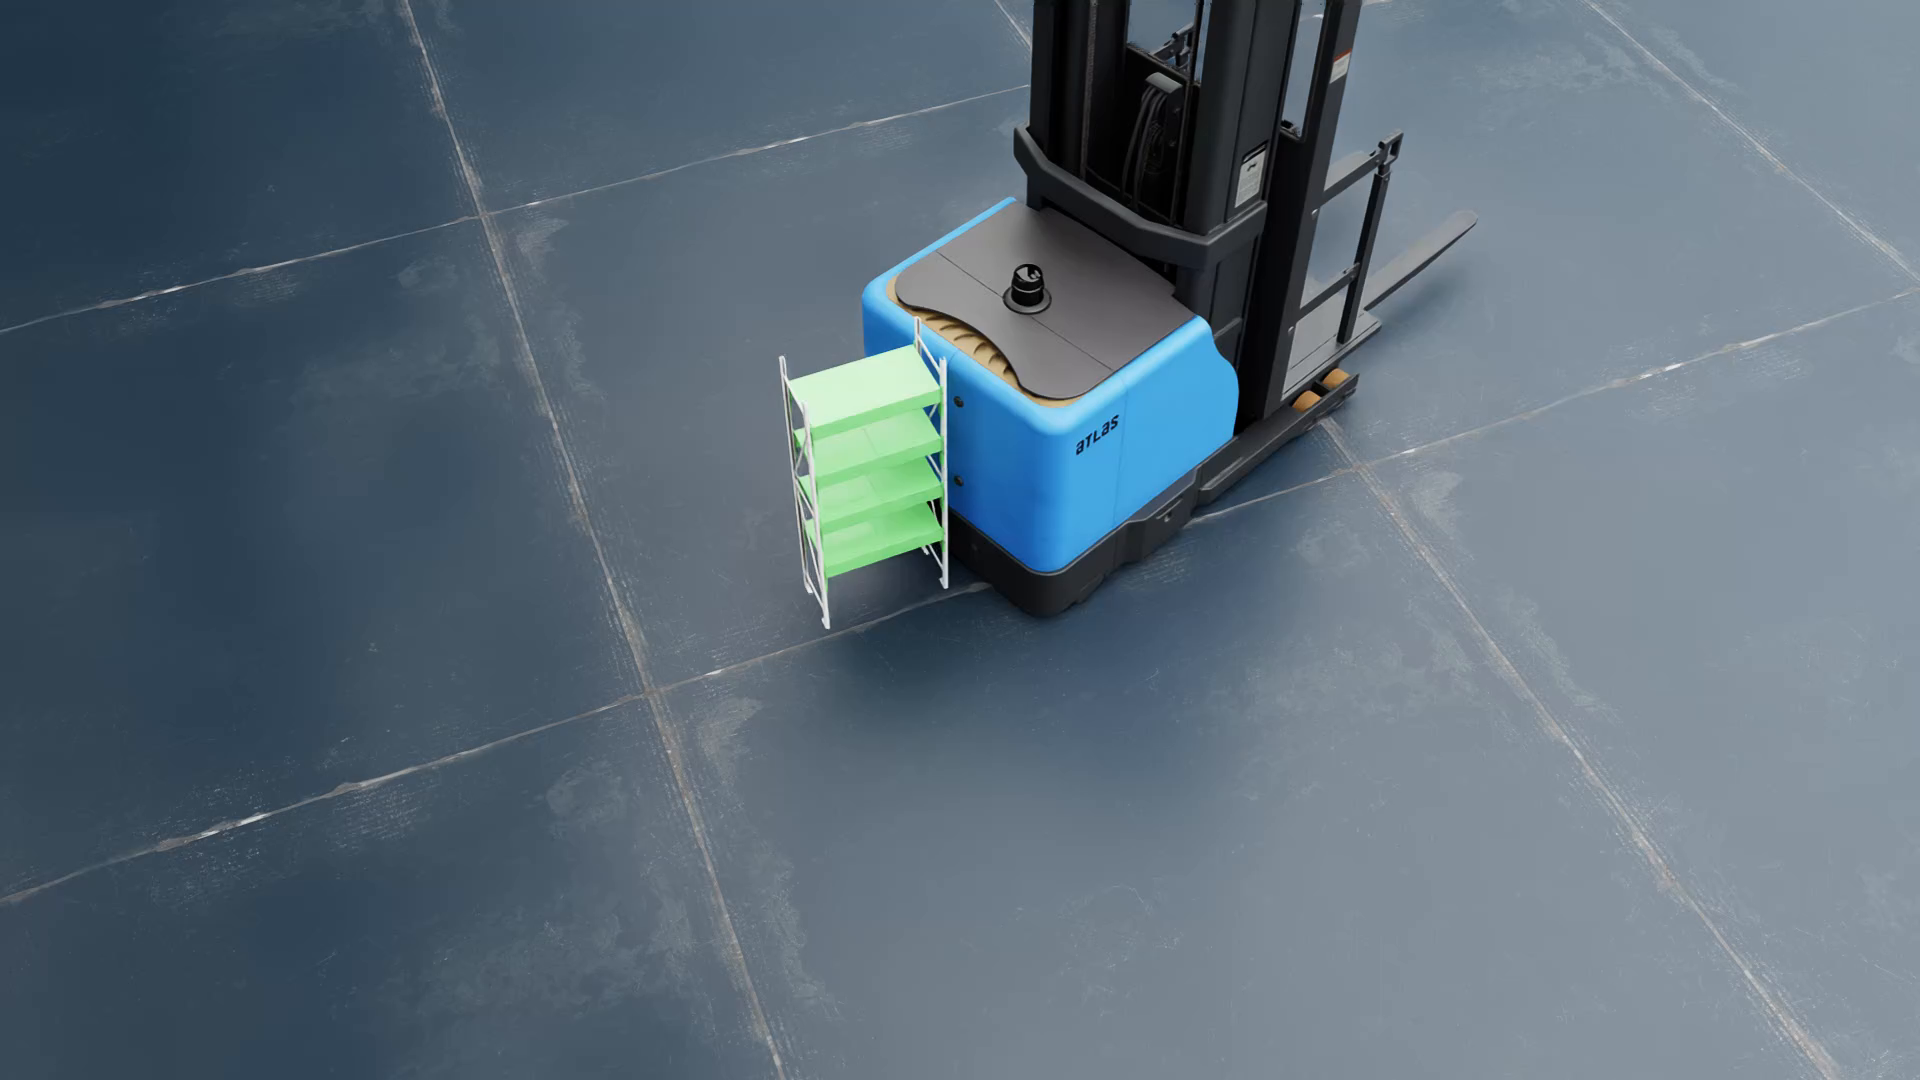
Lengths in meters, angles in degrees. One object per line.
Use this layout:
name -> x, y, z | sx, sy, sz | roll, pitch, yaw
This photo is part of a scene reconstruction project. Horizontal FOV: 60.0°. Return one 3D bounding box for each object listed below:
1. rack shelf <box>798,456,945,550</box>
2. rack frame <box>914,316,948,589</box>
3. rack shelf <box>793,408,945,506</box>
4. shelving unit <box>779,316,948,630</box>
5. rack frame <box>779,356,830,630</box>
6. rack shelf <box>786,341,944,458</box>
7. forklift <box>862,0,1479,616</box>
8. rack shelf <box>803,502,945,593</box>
rack shelf -> -0.324, -0.169, 6.029 | 0.480, 0.148, 0.258 | -18, 52, -15
rack frame -> -0.101, -0.286, 6.045 | 0.015, 1.200, 0.240 | -18, 52, -15
rack shelf -> -0.324, -0.326, 5.847 | 0.480, 0.148, 0.258 | -18, 52, -15
shelving unit -> -0.324, -0.211, 5.981 | 0.503, 1.200, 0.258 | -18, 52, -15
rack frame -> -0.547, -0.136, 5.917 | 0.015, 1.200, 0.240 | -18, 52, -15
rack shelf -> -0.324, -0.482, 5.665 | 0.480, 0.148, 0.258 | -18, 52, -15
forklift -> 1.041, -1.672, 6.094 | 3.031, 2.935, 1.130 | -36, 58, -27
rack shelf -> -0.324, -0.013, 6.212 | 0.480, 0.148, 0.258 | -18, 52, -15
